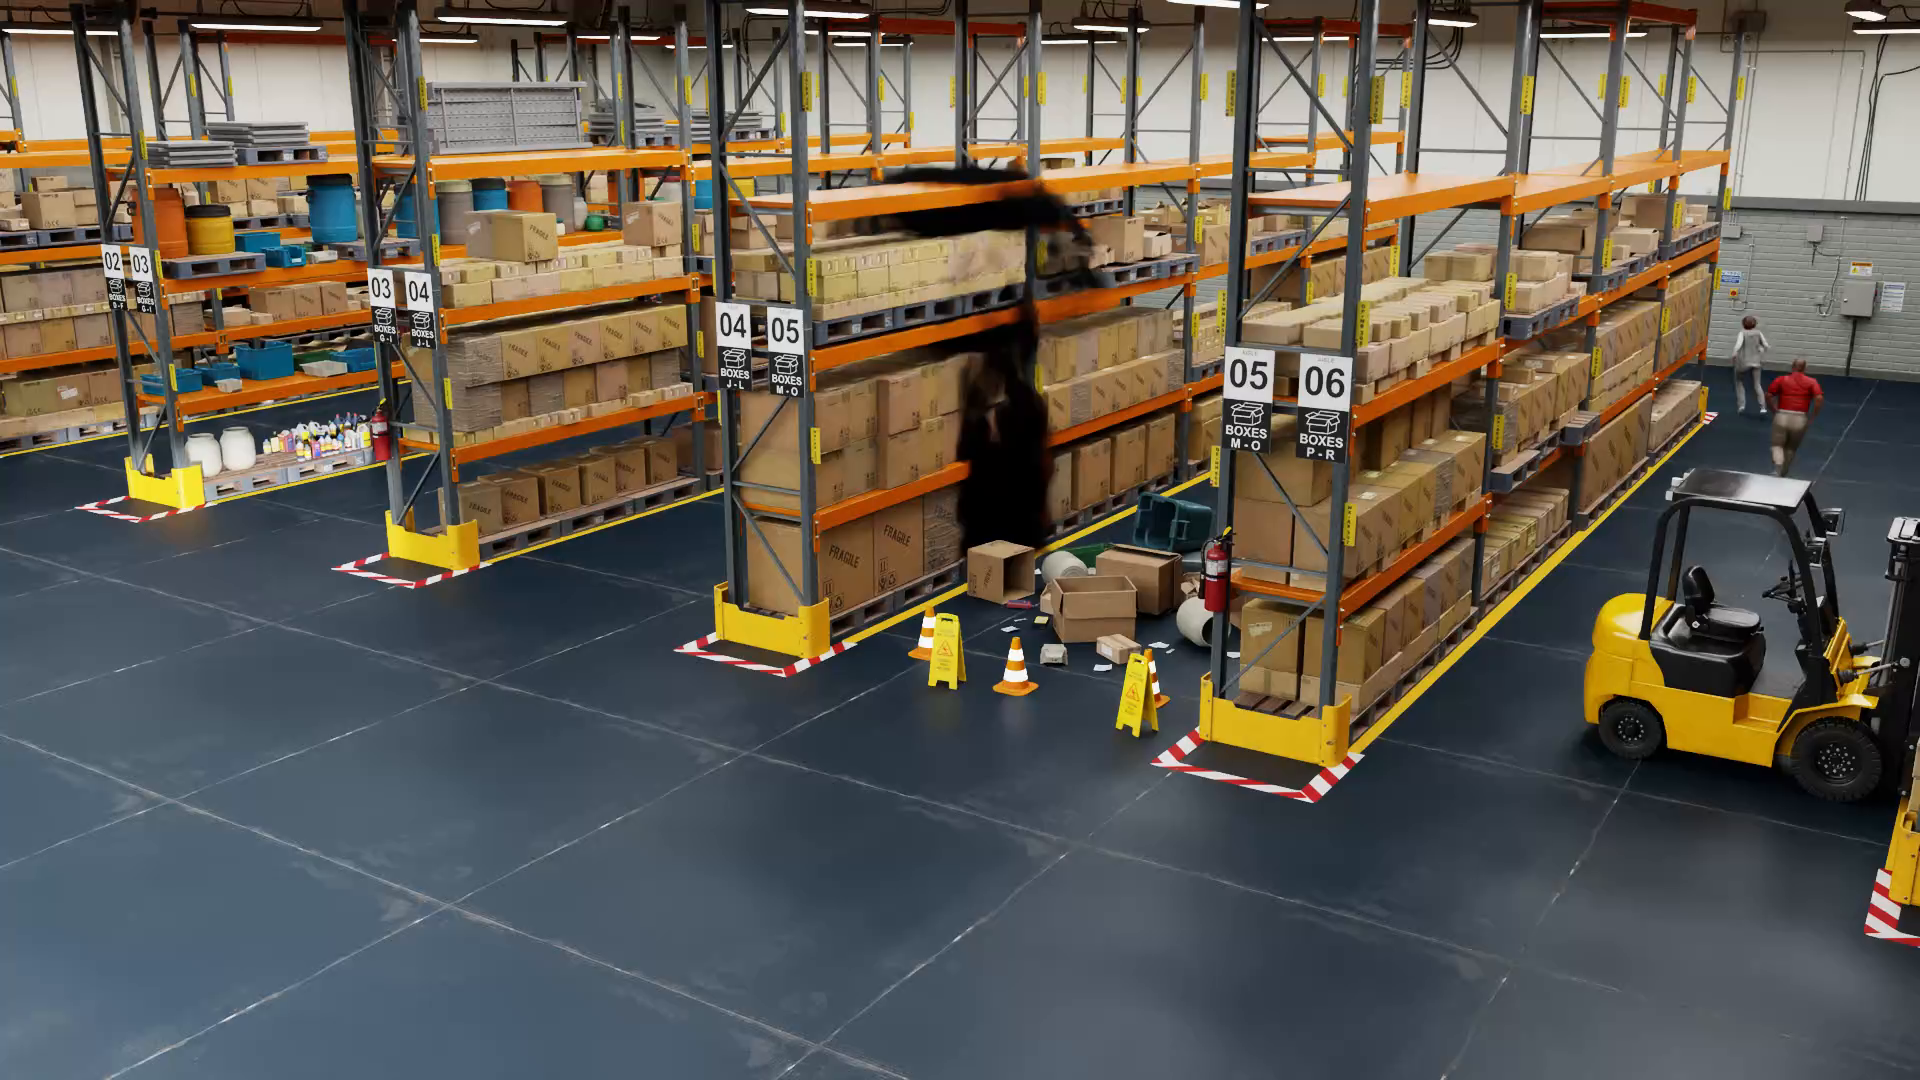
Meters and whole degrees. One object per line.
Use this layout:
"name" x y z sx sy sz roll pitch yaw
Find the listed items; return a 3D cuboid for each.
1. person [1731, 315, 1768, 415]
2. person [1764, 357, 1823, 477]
"person" 12.327 -2.706 26.046 0.608 1.595 0.706 0 16 2
"person" 10.723 -1.491 21.485 0.688 1.710 0.843 8 17 26
